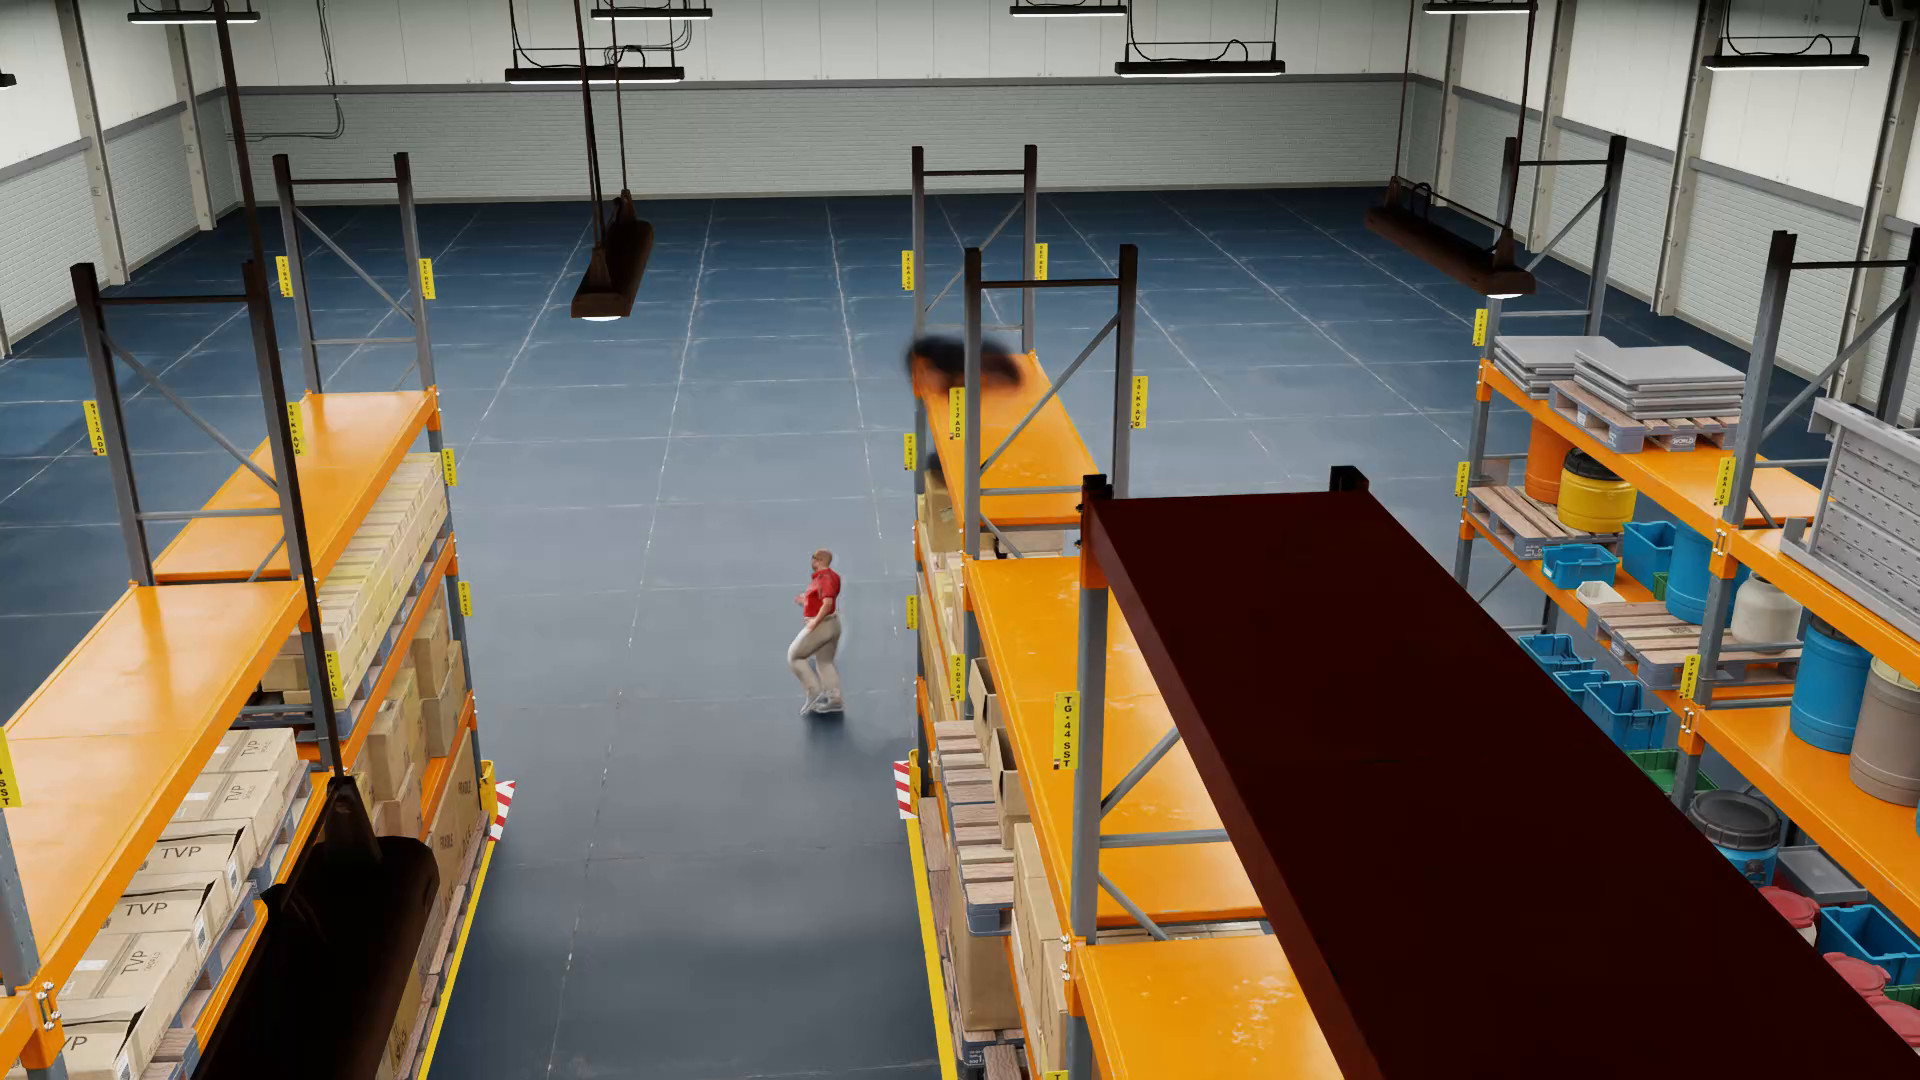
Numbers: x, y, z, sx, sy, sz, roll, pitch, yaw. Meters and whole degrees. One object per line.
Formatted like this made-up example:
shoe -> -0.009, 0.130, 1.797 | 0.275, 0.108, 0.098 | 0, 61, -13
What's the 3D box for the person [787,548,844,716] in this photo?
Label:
person -> -1.425, 0.921, 17.065 | 0.641, 1.672, 0.785 | 10, 24, 24
